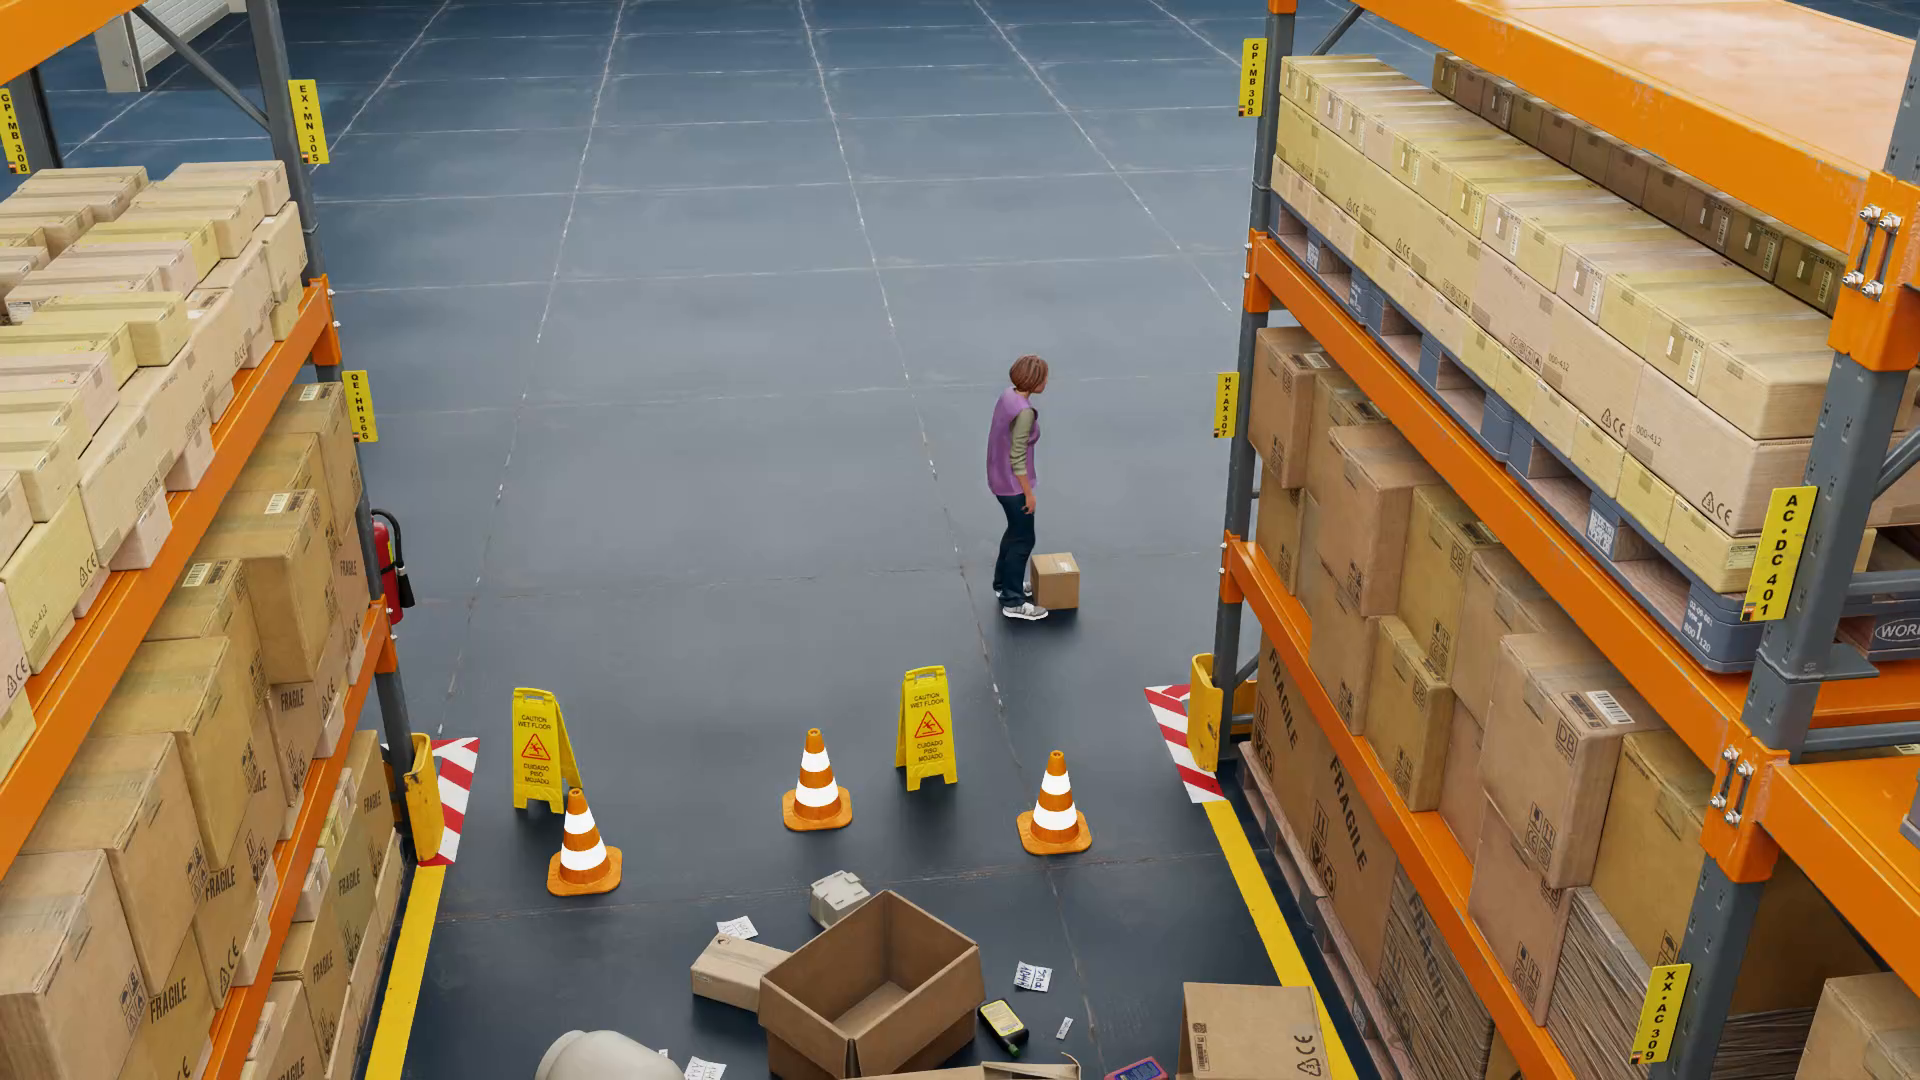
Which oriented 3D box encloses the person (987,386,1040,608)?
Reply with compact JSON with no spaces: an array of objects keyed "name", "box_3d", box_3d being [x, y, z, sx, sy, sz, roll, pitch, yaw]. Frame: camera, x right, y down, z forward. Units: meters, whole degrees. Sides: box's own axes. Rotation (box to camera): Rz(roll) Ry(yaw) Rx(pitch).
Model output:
[{"name":"person","box_3d":[0.308,-0.263,9.744,0.289,1.327,0.459,-4,28,-7]}]
